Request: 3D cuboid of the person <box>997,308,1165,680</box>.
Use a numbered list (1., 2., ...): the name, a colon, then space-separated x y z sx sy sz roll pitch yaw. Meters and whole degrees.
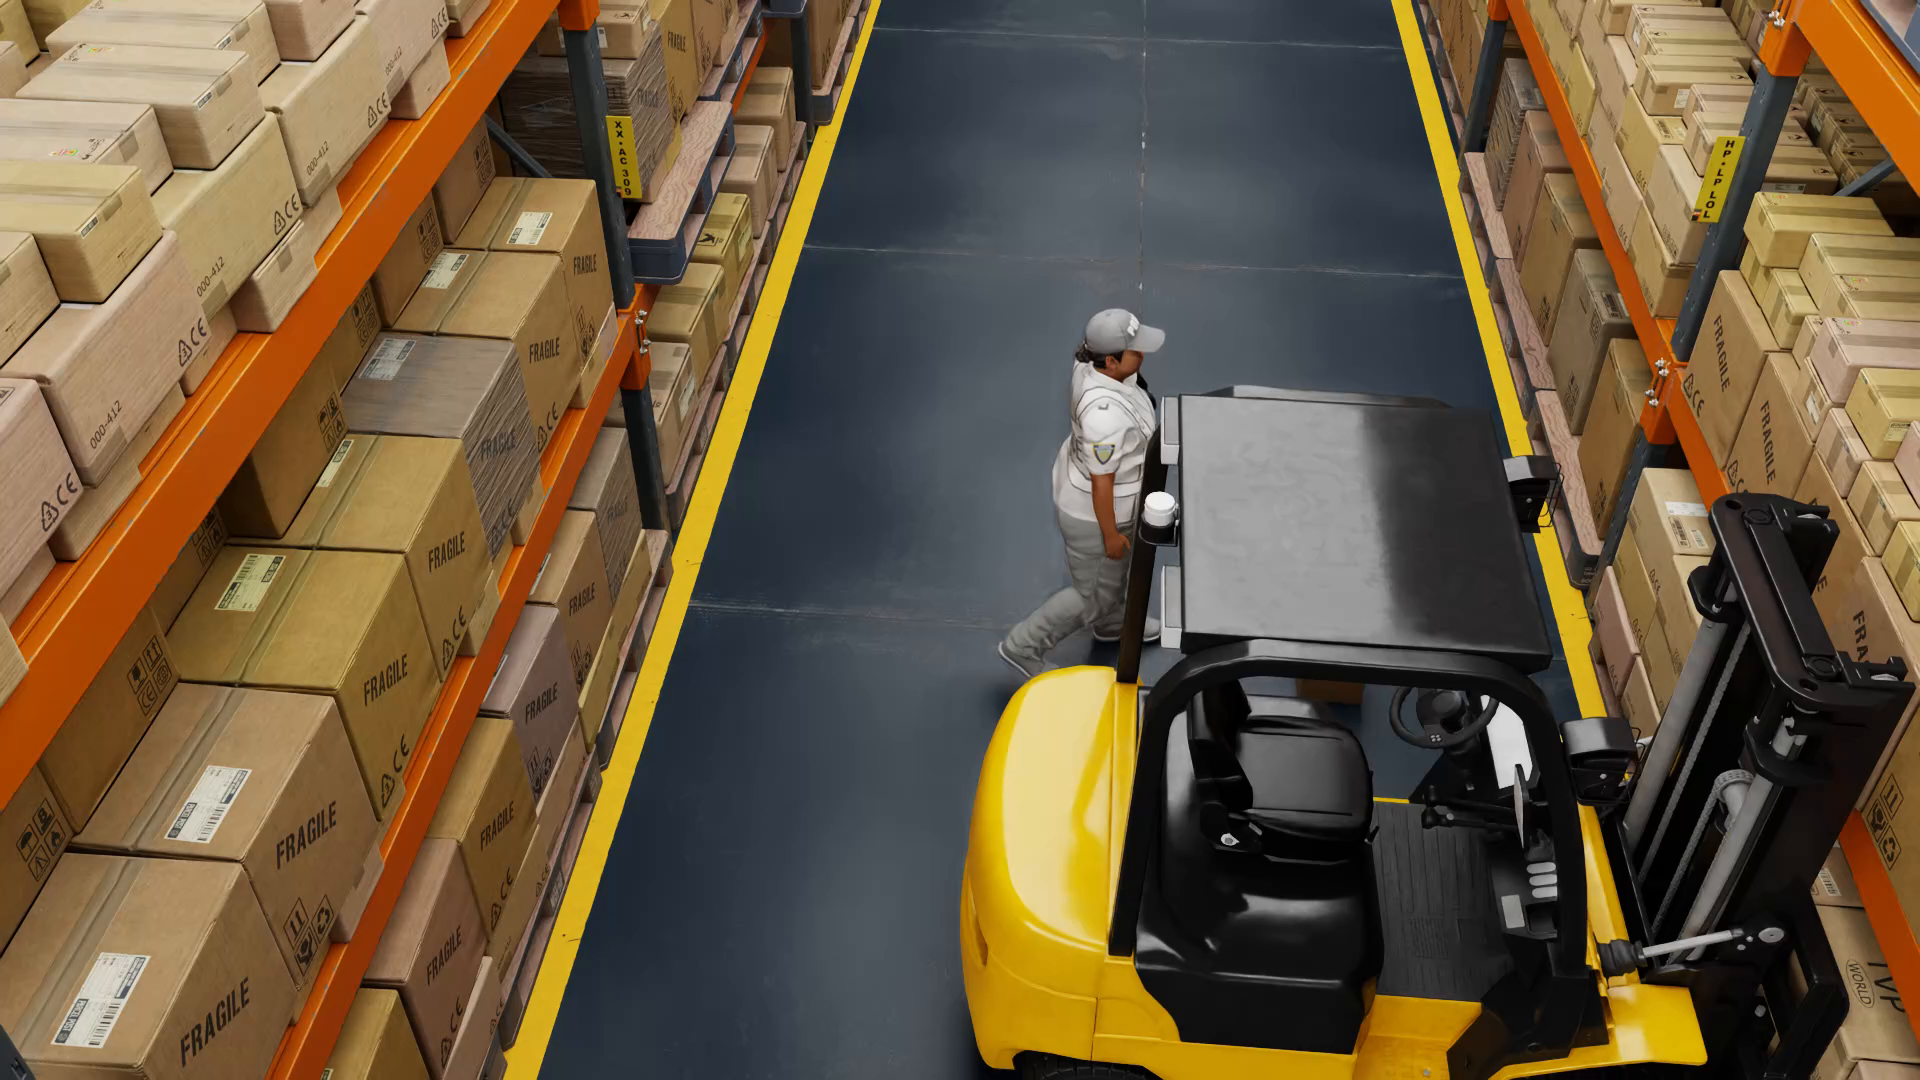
1. person: 0.503 -0.159 6.331 0.700 1.655 0.484 1 40 2
